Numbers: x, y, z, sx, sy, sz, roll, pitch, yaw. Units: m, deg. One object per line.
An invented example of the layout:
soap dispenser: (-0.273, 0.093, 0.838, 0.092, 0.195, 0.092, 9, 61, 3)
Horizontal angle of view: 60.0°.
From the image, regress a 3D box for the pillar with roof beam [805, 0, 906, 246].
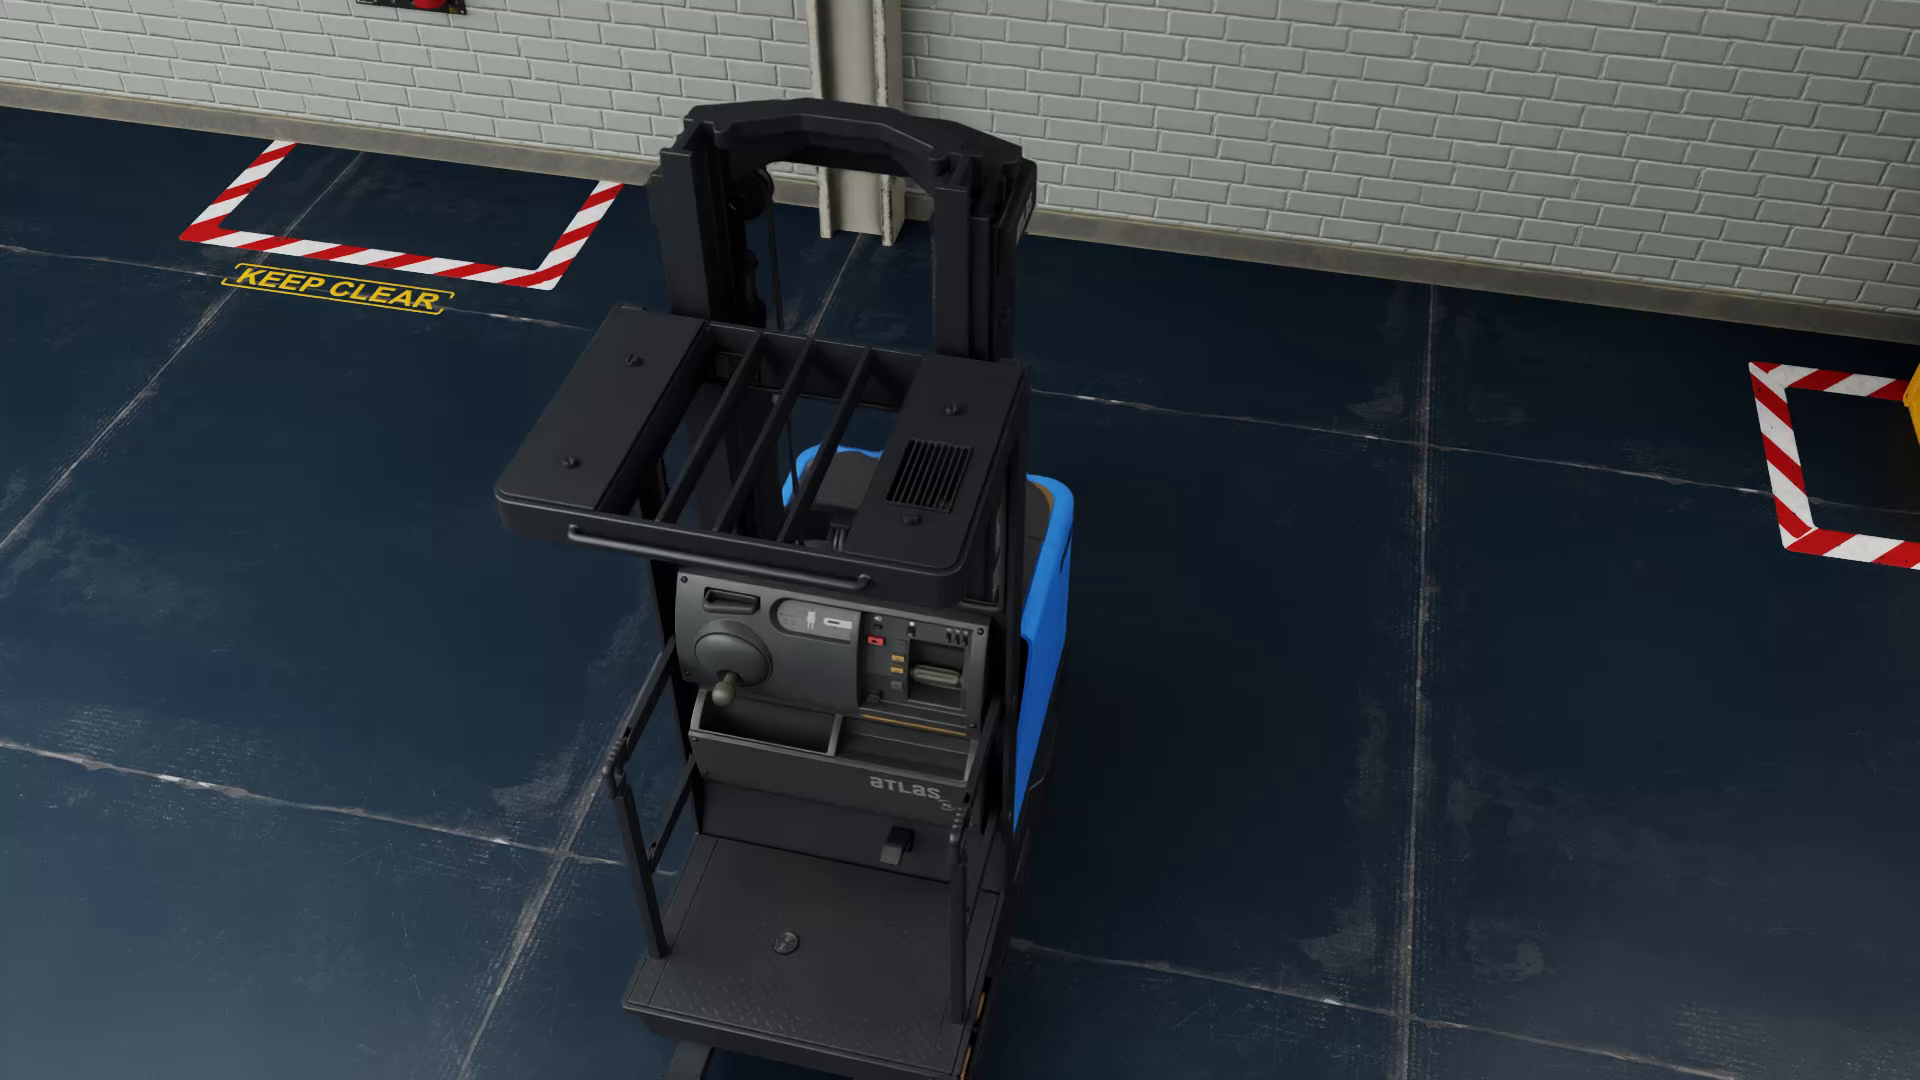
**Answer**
pillar with roof beam: (-1.458, -2.023, 2.823, 0.400, 9.000, 9.100, 9, 45, 9)

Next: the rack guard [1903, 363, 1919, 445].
rack guard: (4.539, -0.475, 7.343, 0.348, 0.500, 1.175, 9, 45, 9)

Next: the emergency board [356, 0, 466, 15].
emergency board: (-2.922, -3.175, 8.345, 0.643, 1.169, 0.194, 9, 45, 9)

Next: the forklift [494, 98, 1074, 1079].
forklift: (-0.424, 0.422, 4.658, 1.130, 2.935, 3.031, 9, 45, 10)
